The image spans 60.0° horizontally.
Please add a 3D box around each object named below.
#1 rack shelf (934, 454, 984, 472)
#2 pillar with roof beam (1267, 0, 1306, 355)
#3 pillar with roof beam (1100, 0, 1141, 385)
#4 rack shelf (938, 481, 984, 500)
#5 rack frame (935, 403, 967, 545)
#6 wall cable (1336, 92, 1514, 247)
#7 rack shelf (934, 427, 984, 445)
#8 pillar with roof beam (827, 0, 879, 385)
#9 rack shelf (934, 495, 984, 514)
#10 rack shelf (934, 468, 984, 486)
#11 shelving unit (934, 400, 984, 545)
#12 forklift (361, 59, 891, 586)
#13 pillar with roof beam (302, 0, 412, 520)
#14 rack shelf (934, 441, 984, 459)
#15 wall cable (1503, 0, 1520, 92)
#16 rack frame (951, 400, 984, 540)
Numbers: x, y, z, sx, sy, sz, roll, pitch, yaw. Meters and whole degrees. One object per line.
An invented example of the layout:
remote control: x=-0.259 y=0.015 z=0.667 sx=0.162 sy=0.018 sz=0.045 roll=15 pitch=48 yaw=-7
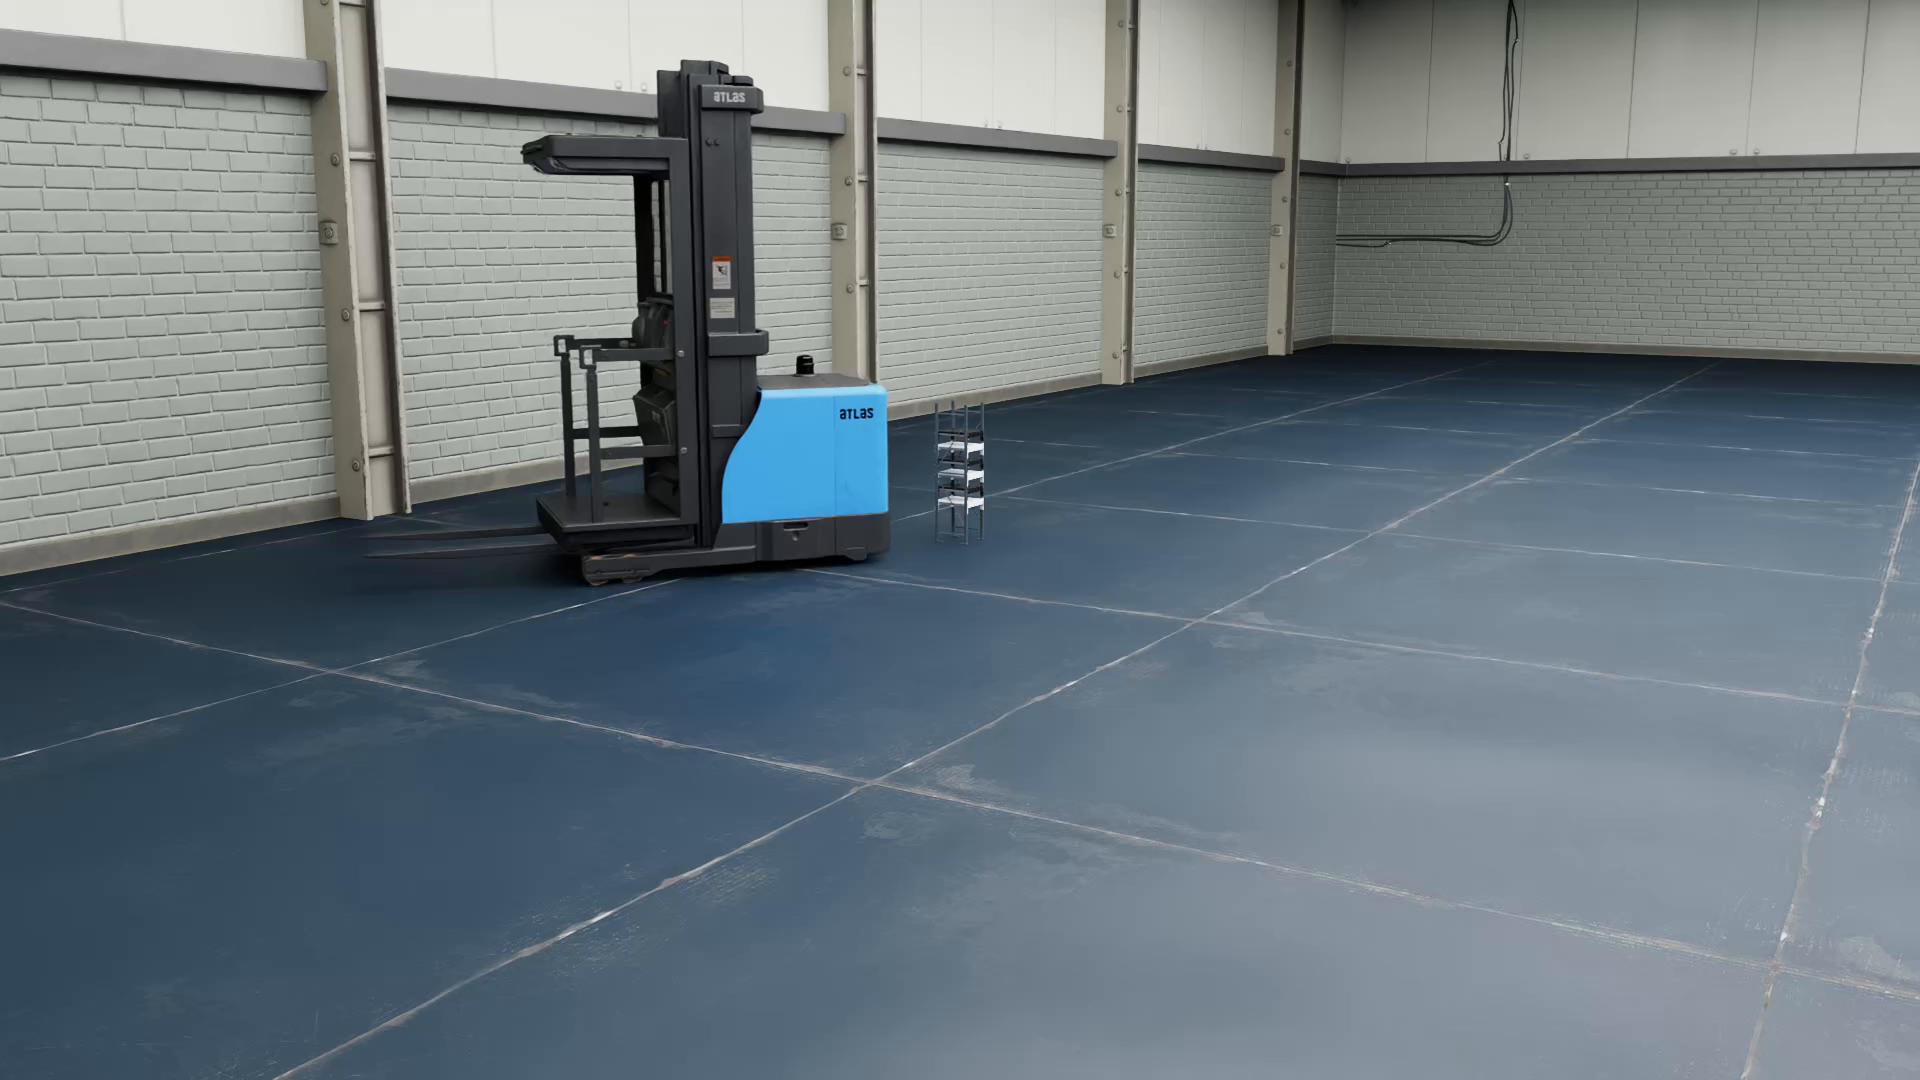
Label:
rack shelf: x=-0.004 y=-0.497 z=10.769 sx=0.258 sy=0.077 sz=0.200 roll=6 pitch=12 yaw=31
pillar with roof beam: x=8.860 y=-7.025 z=23.941 sx=9.100 sy=9.000 sz=0.400 roll=6 pitch=12 yaw=31
pillar with roof beam: x=5.745 y=-6.082 z=18.900 sx=9.100 sy=9.000 sz=0.400 roll=6 pitch=12 yaw=31
rack shelf: x=-0.004 y=-0.320 z=10.802 sx=0.258 sy=0.077 sz=0.200 roll=6 pitch=12 yaw=31
rack frame: x=-0.057 y=-0.425 z=10.694 sx=0.240 sy=0.900 sz=0.006 roll=6 pitch=12 yaw=31
wall cable: x=7.840 y=-6.247 z=28.224 sx=3.097 sy=2.526 sz=0.112 roll=6 pitch=12 yaw=31
rack shelf: x=-0.004 y=-0.674 z=10.736 sx=0.258 sy=0.077 sz=0.200 roll=6 pitch=12 yaw=31
pillar with roof beam: x=2.630 y=-5.138 z=13.860 sx=9.100 sy=9.000 sz=0.400 roll=6 pitch=12 yaw=31
rack shelf: x=-0.004 y=-0.231 z=10.818 sx=0.258 sy=0.077 sz=0.200 roll=6 pitch=12 yaw=31
rack shelf: x=-0.004 y=-0.408 z=10.785 sx=0.258 sy=0.077 sz=0.200 roll=6 pitch=12 yaw=31
shelving unit: x=-0.004 y=-0.441 z=10.779 sx=0.258 sy=0.900 sz=0.210 roll=6 pitch=12 yaw=31
forklift: x=-1.995 y=-1.290 z=9.796 sx=3.031 sy=2.935 sz=1.130 roll=-4 pitch=11 yaw=-21
pillar with roof beam: x=-0.486 y=-4.195 z=8.820 sx=9.100 sy=9.000 sz=0.400 roll=6 pitch=12 yaw=31
rack shelf: x=-0.004 y=-0.585 z=10.752 sx=0.258 sy=0.077 sz=0.200 roll=6 pitch=12 yaw=31
wall cable: x=10.152 y=-8.471 z=26.378 sx=3.097 sy=2.526 sz=0.112 roll=6 pitch=12 yaw=31
rack frame: x=0.049 y=-0.457 z=10.864 sx=0.240 sy=0.900 sz=0.006 roll=6 pitch=12 yaw=31
